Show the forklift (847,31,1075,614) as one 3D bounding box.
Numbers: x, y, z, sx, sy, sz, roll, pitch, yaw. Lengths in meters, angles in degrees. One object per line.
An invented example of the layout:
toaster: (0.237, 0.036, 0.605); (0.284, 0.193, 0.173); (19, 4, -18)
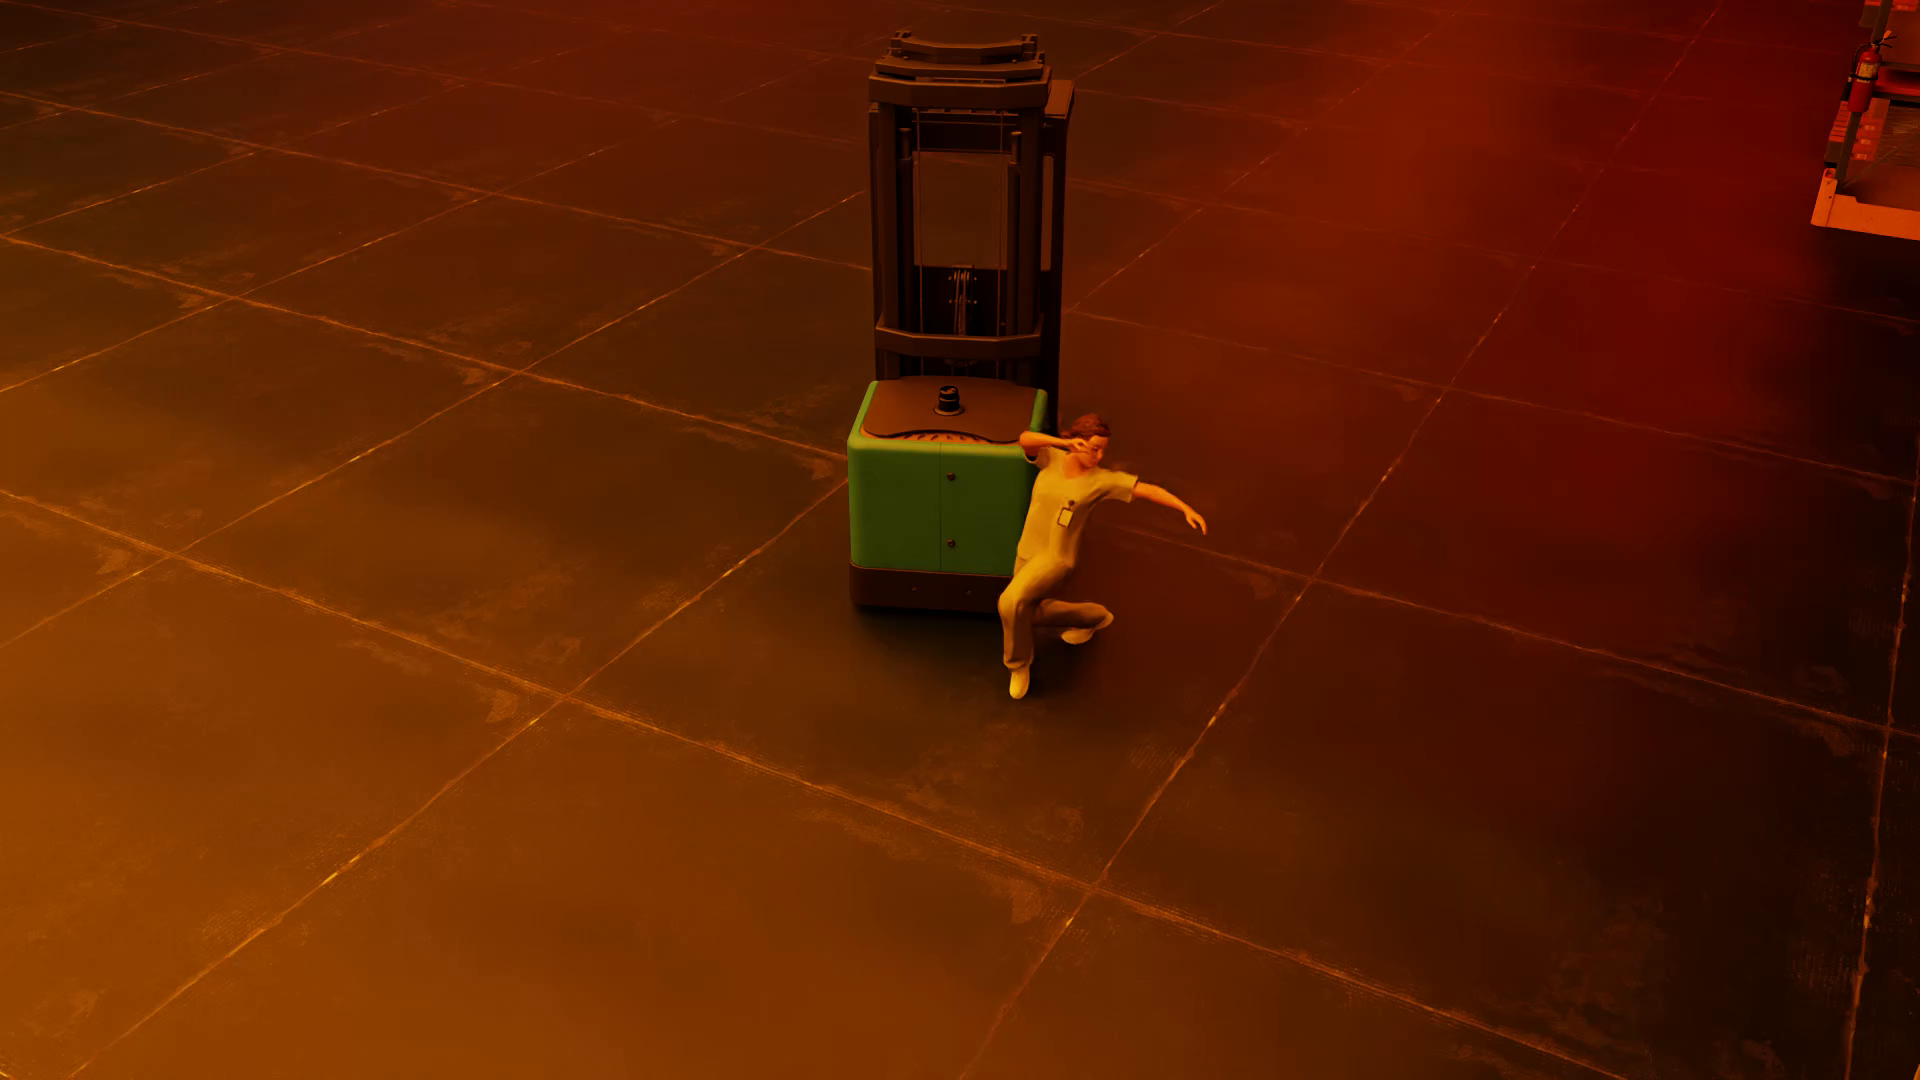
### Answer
forklift: (0.072, -1.572, 9.794); (1.130, 2.935, 3.031); (3, 30, 6)

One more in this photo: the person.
person: (0.649, 0.136, 8.388); (0.962, 1.402, 0.880); (25, 38, 36)
